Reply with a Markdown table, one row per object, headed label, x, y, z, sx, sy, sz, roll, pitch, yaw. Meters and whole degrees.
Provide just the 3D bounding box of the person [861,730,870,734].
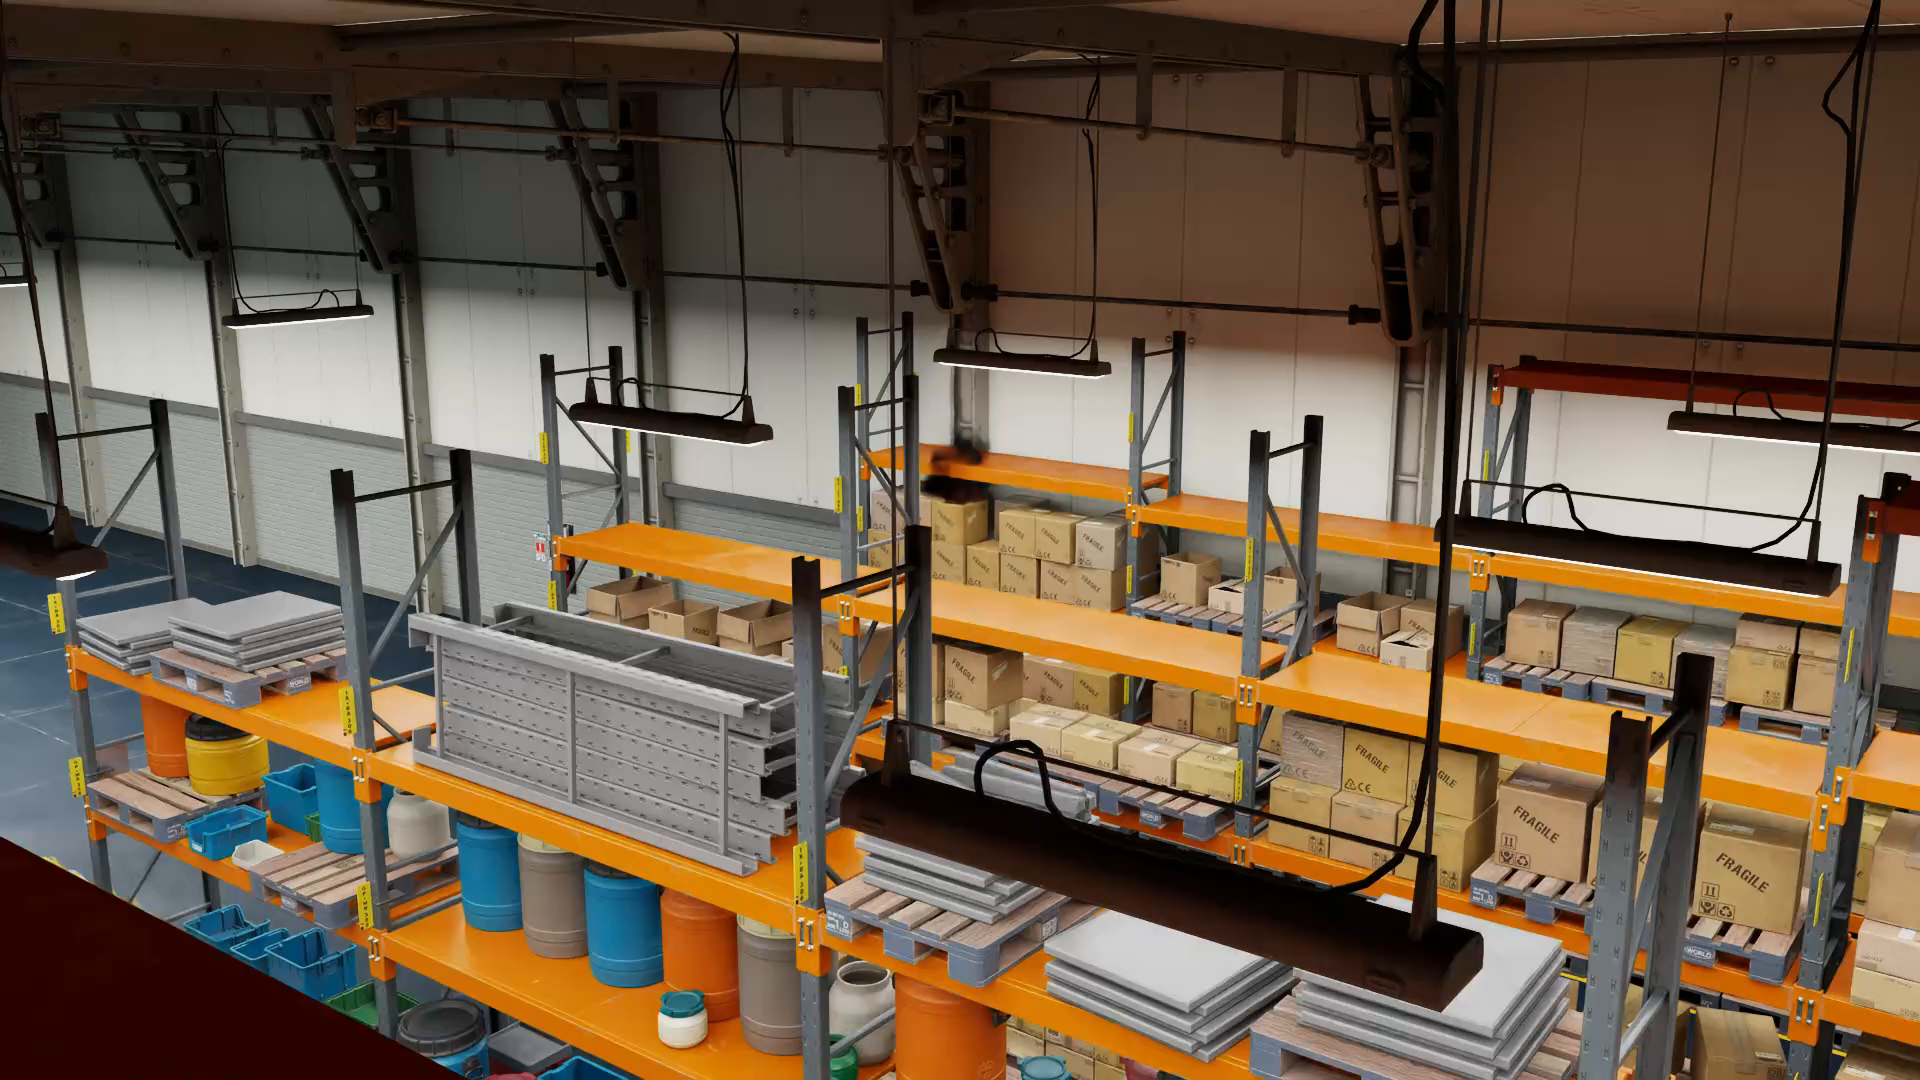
| label | x | y | z | sx | sy | sz | roll | pitch | yaw |
| --- | --- | --- | --- | --- | --- | --- | --- | --- | --- |
| person | -1.026 | 2.825 | 18.283 | 0.712 | 1.627 | 0.604 | 7 | 15 | 28 |
